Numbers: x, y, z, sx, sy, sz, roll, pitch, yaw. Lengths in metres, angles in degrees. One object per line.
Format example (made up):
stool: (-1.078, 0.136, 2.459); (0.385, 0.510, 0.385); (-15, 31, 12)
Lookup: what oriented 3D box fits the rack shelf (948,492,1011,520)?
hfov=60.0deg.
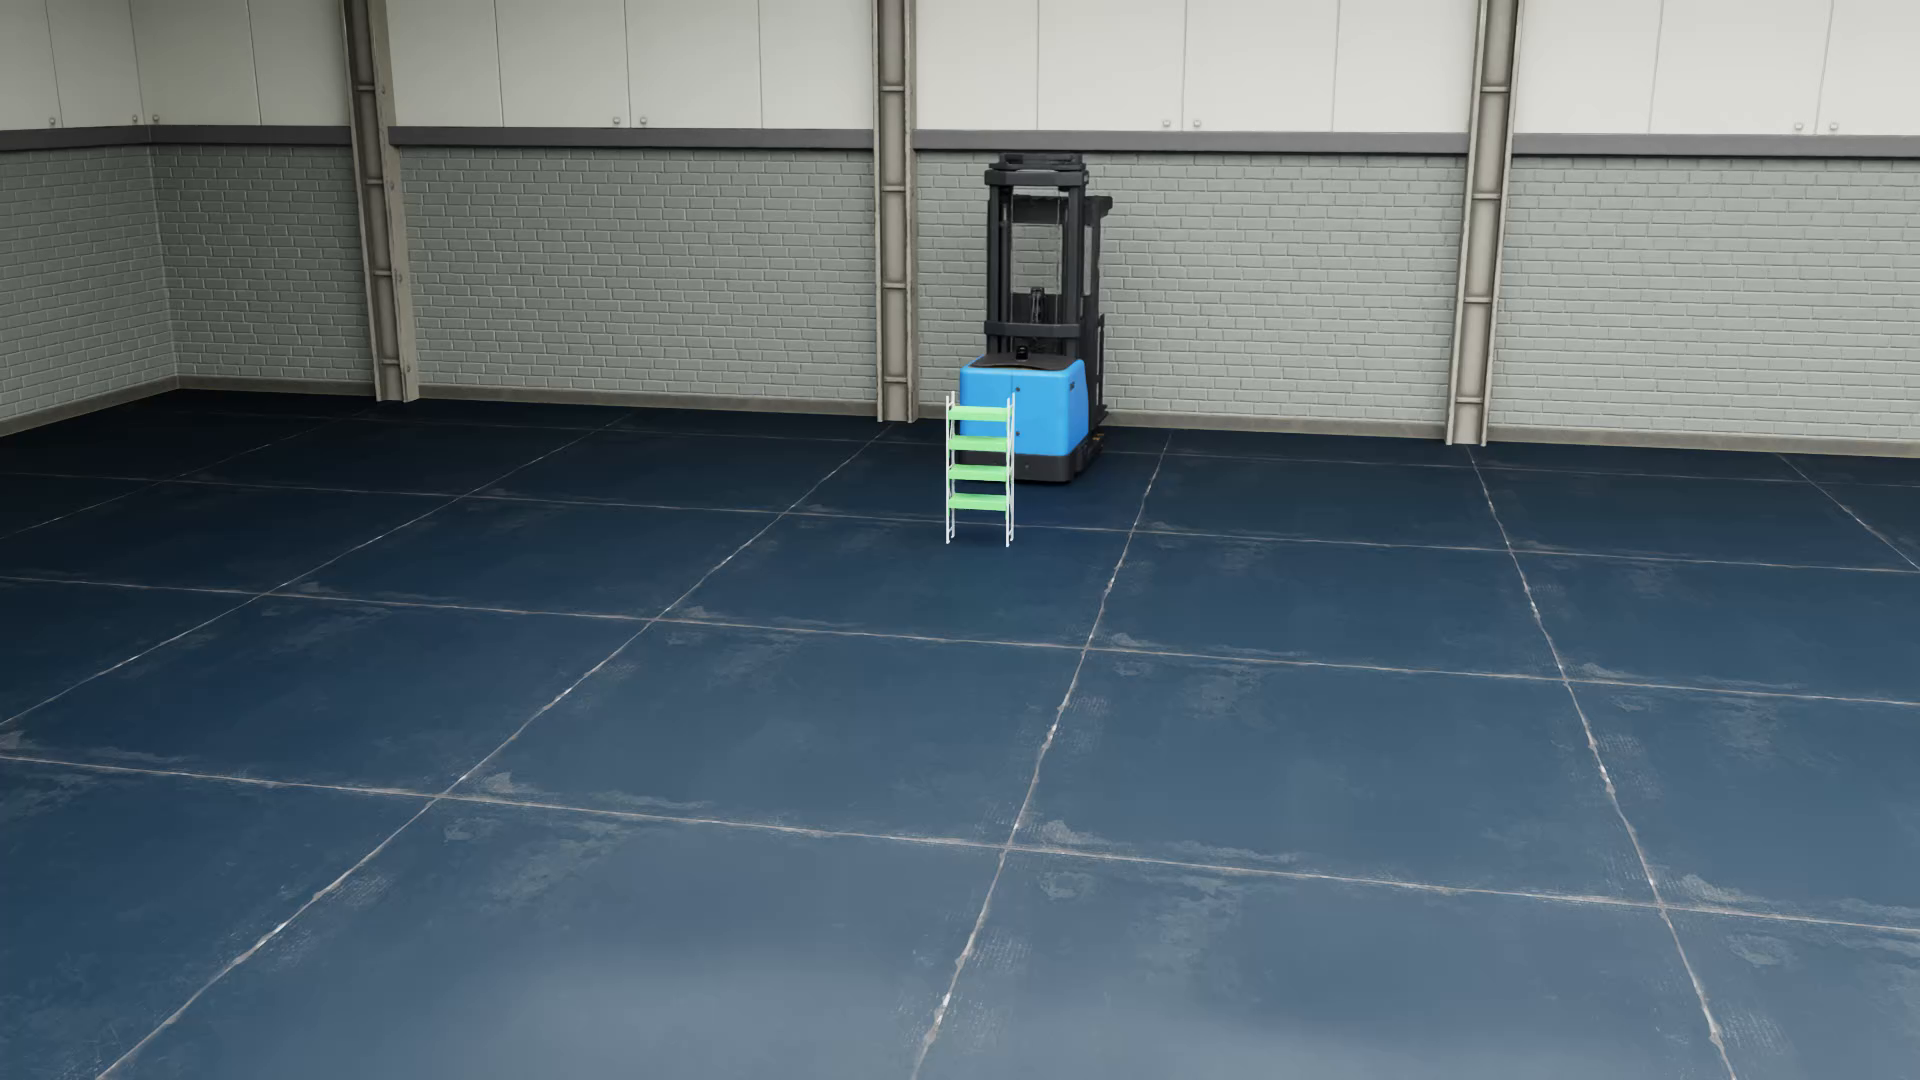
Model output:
rack shelf: (0.162, -0.277, 13.381); (0.480, 0.148, 0.258); (3, 16, 11)

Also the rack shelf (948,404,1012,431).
rack shelf: (0.162, -0.970, 13.189); (0.480, 0.148, 0.258); (3, 16, 11)

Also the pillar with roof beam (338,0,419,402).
pillar with roof beam: (-7.418, -4.855, 14.163); (0.400, 9.000, 9.100); (3, 16, 11)

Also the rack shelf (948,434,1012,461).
rack shelf: (0.162, -0.739, 13.253); (0.480, 0.148, 0.258); (3, 16, 11)

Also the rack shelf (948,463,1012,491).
rack shelf: (0.162, -0.508, 13.317); (0.480, 0.148, 0.258); (3, 16, 11)

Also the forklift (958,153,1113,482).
forklift: (0.860, -2.292, 16.276); (1.130, 2.935, 3.031); (4, 16, 15)

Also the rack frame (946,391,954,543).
rack frame: (-0.077, -0.582, 13.347); (0.015, 1.200, 0.240); (3, 16, 11)

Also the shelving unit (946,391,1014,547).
shelving unit: (0.162, -0.569, 13.300); (0.503, 1.200, 0.258); (3, 16, 11)

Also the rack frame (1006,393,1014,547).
rack frame: (0.401, -0.556, 13.253); (0.015, 1.200, 0.240); (3, 16, 11)

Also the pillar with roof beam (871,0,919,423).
pillar with roof beam: (-1.539, -4.536, 13.010); (0.400, 9.000, 9.100); (3, 16, 11)

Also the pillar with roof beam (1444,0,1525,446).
pillar with roof beam: (4.341, -4.217, 11.858); (0.400, 9.000, 9.100); (3, 16, 11)
